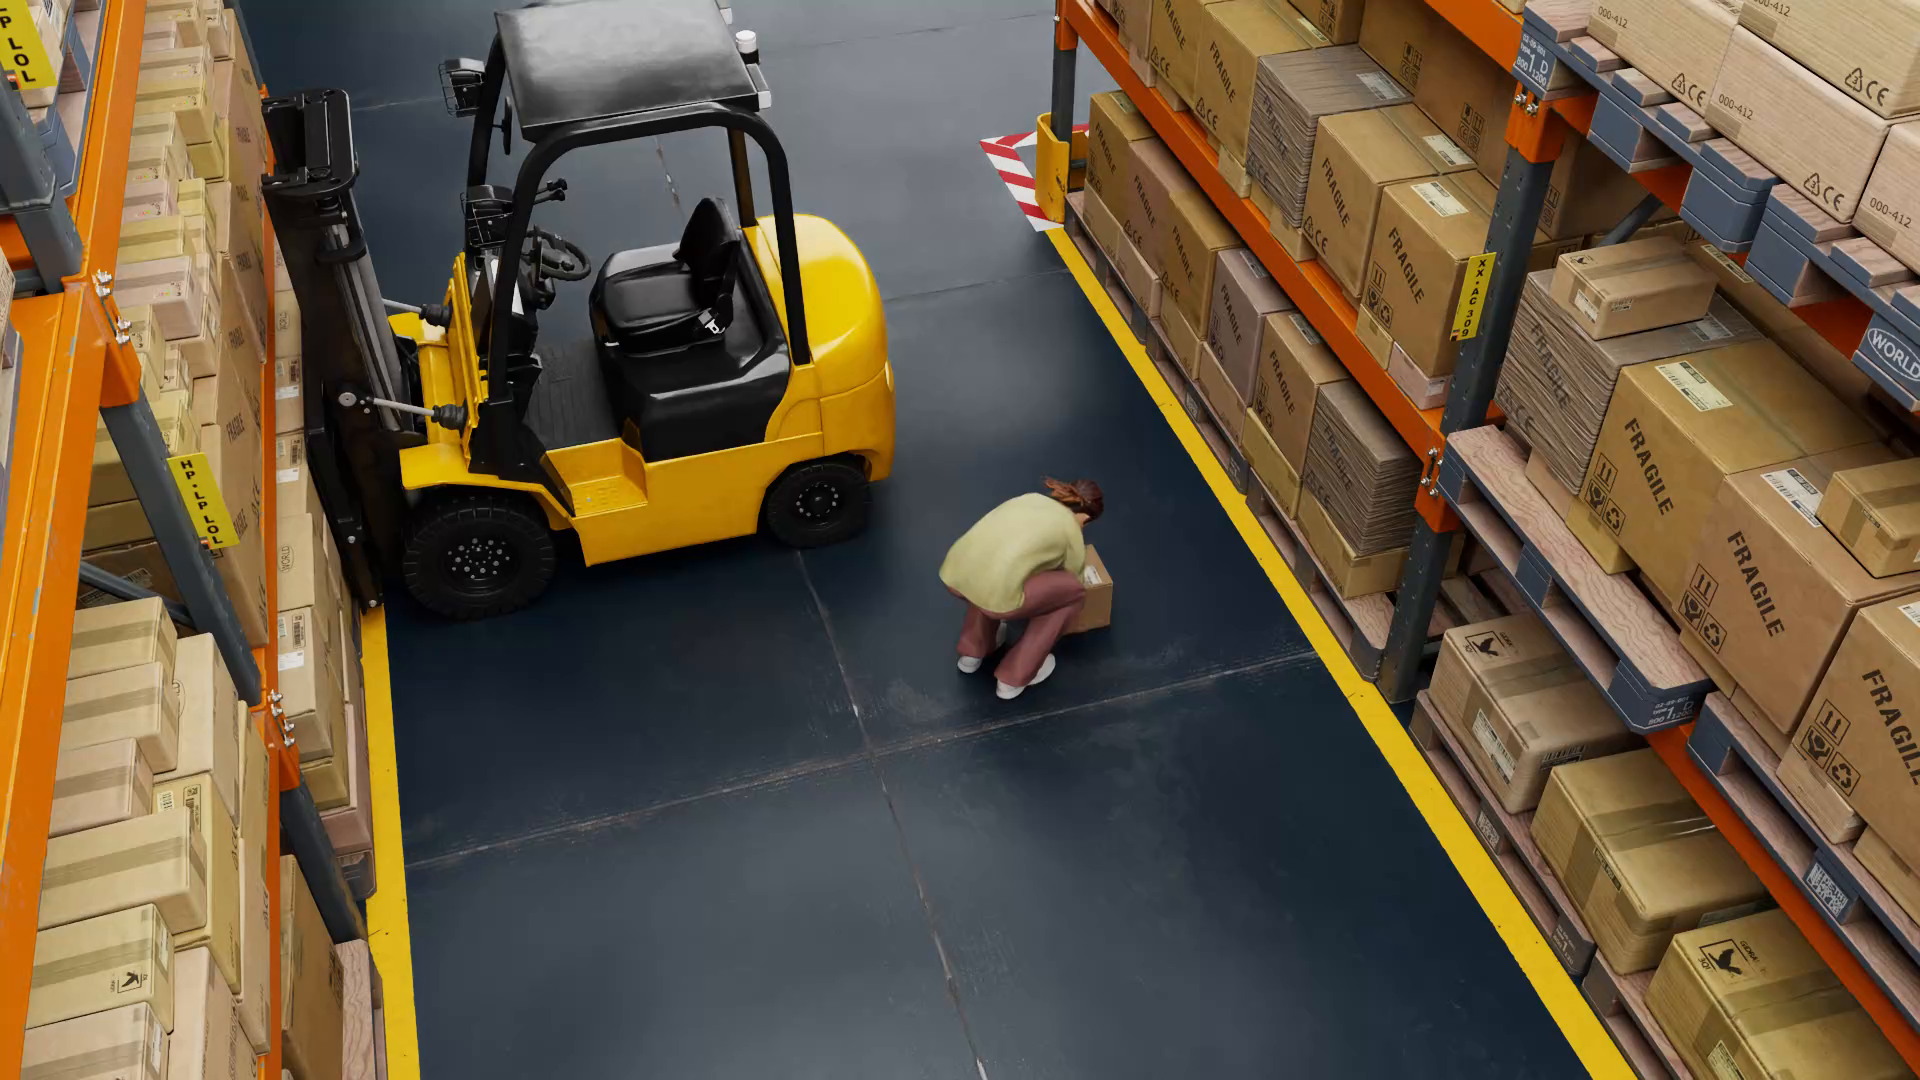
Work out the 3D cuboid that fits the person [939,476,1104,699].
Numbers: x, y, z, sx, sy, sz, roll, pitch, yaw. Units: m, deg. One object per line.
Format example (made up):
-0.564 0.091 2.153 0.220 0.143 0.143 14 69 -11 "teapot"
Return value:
0.282 0.164 6.670 0.474 0.831 0.862 31 51 29 "person"
